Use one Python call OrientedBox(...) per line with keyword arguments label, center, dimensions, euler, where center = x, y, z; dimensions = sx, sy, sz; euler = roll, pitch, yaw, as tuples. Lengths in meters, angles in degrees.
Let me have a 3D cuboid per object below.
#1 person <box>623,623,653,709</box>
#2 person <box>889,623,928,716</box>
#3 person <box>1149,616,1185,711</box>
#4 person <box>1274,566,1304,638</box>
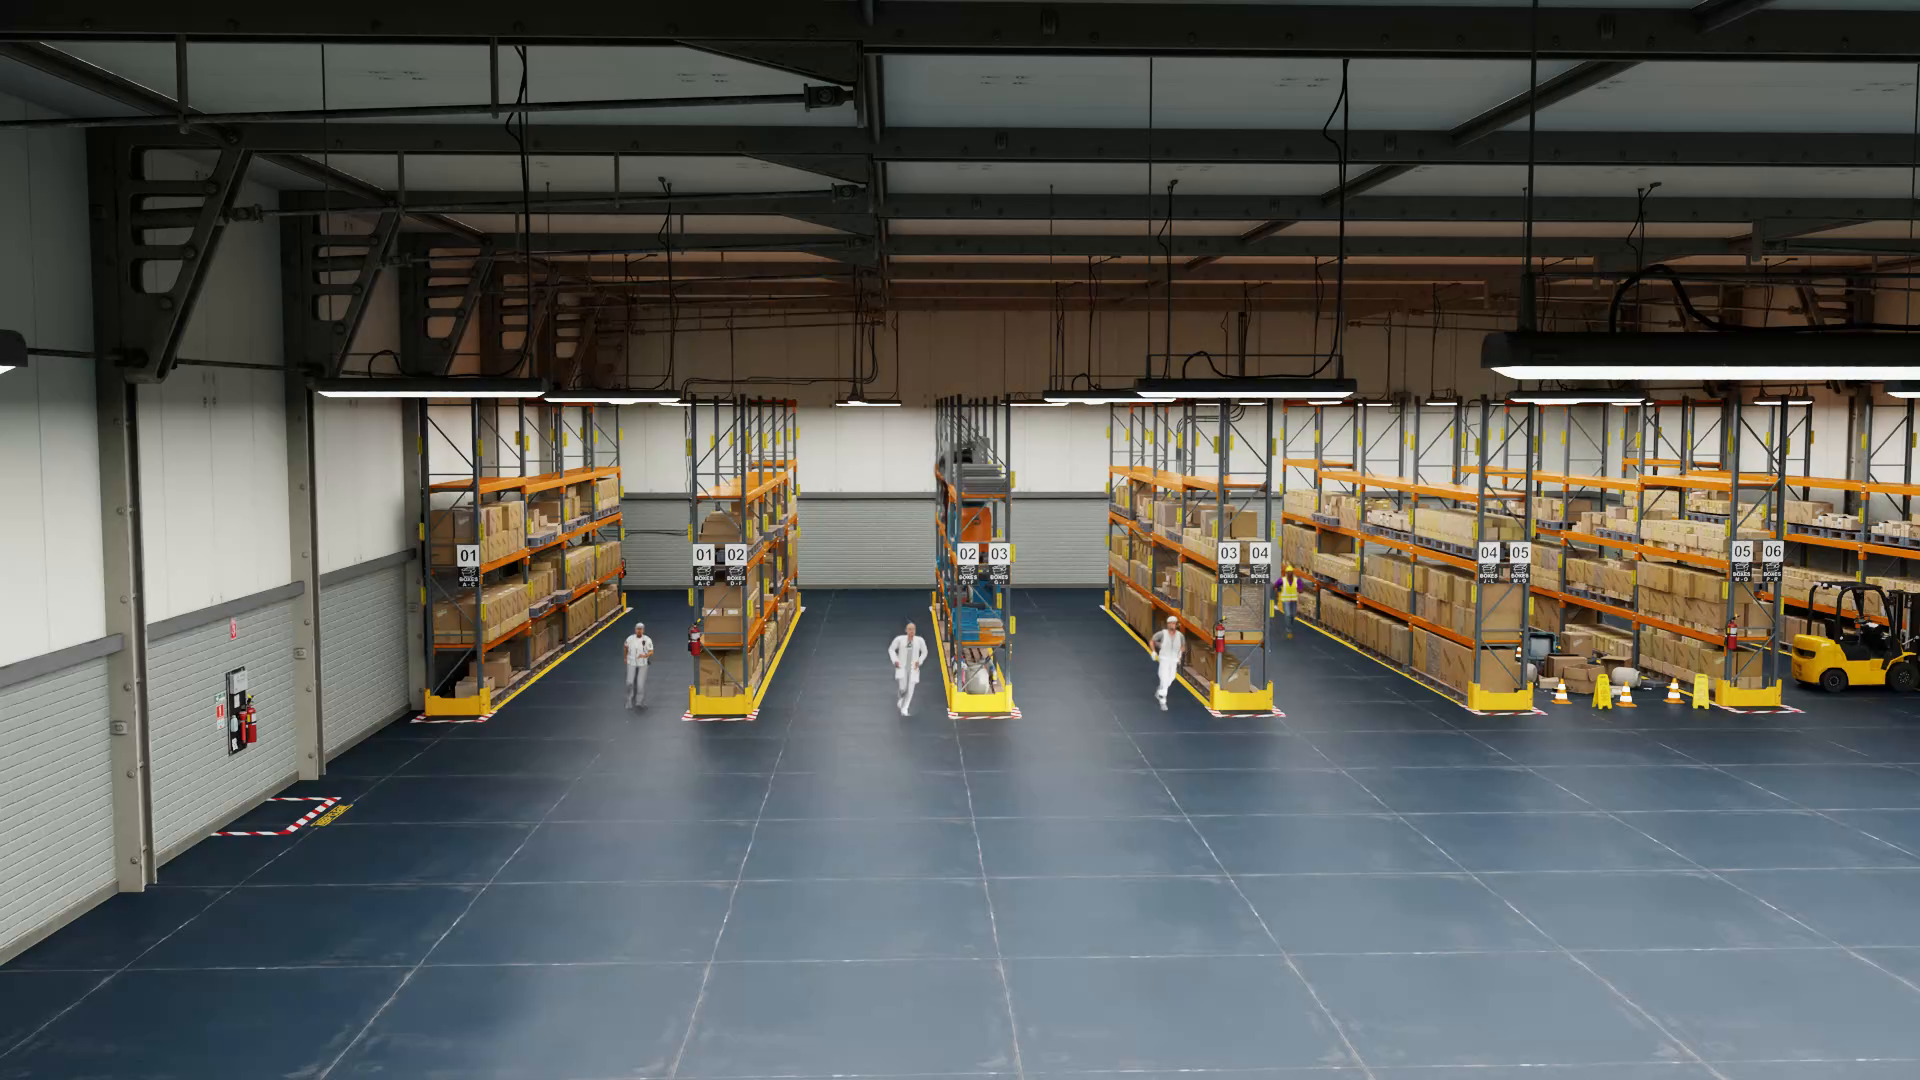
OrientedBox(label="person", center=(-6.170, 2.410, 31.859), dimensions=(0.587, 1.658, 0.666), euler=(0, 5, -5))
OrientedBox(label="person", center=(-0.960, 2.420, 31.207), dimensions=(0.727, 1.730, 0.580), euler=(-1, 5, -9))
OrientedBox(label="person", center=(3.999, 2.341, 31.969), dimensions=(0.696, 1.775, 0.883), euler=(-1, 5, -10))
OrientedBox(label="person", center=(8.268, 1.532, 41.709), dimensions=(0.700, 1.752, 0.989), euler=(0, 5, -4))
